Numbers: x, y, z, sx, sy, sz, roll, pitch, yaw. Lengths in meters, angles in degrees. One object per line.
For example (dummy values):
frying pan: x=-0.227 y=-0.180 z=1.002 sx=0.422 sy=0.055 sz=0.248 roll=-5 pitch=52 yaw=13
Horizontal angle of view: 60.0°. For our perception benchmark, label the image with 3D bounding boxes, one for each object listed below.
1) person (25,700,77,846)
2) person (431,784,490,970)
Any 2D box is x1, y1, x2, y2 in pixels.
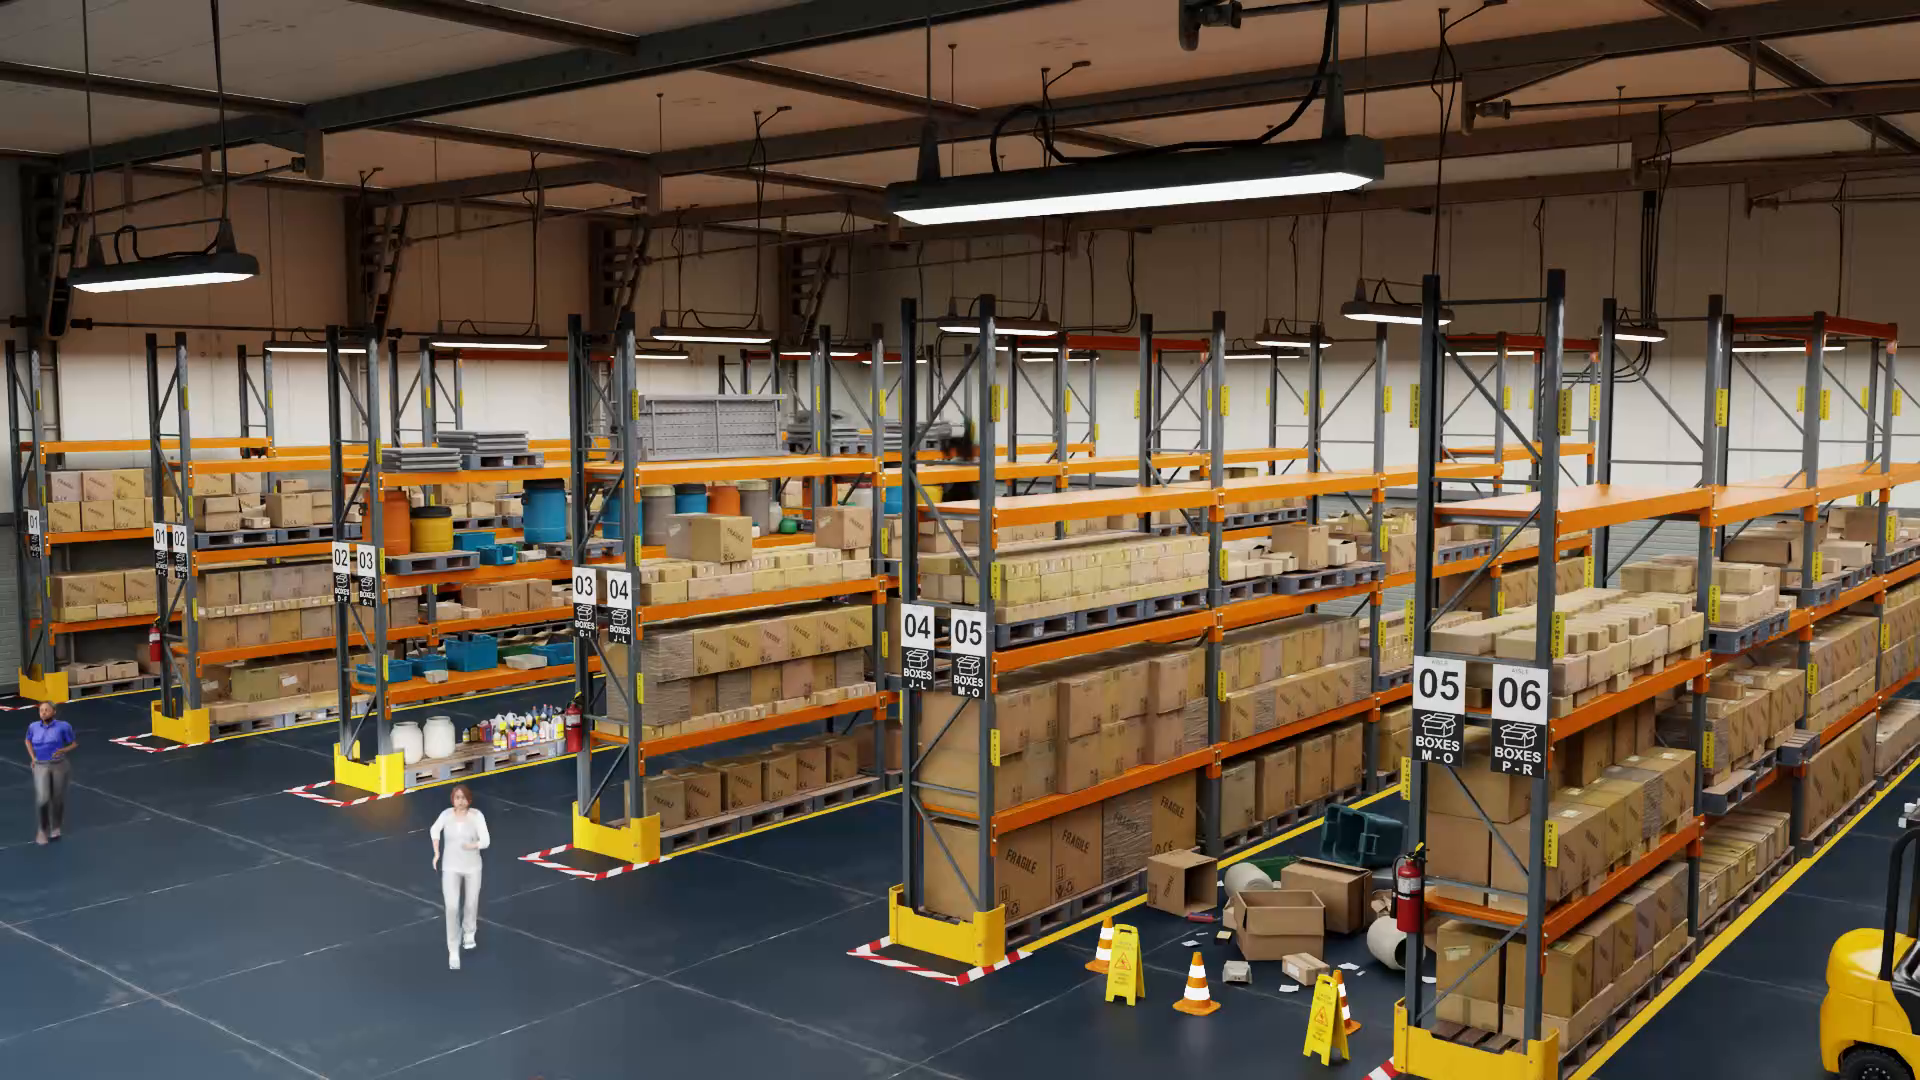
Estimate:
person: x=-10.360 y=2.656 z=18.962 sx=0.549 sy=1.675 sz=0.682 roll=-2 pitch=6 yaw=-23
person: x=-4.511 y=3.018 z=15.039 sx=0.504 sy=1.640 sz=0.711 roll=-2 pitch=5 yaw=-18
